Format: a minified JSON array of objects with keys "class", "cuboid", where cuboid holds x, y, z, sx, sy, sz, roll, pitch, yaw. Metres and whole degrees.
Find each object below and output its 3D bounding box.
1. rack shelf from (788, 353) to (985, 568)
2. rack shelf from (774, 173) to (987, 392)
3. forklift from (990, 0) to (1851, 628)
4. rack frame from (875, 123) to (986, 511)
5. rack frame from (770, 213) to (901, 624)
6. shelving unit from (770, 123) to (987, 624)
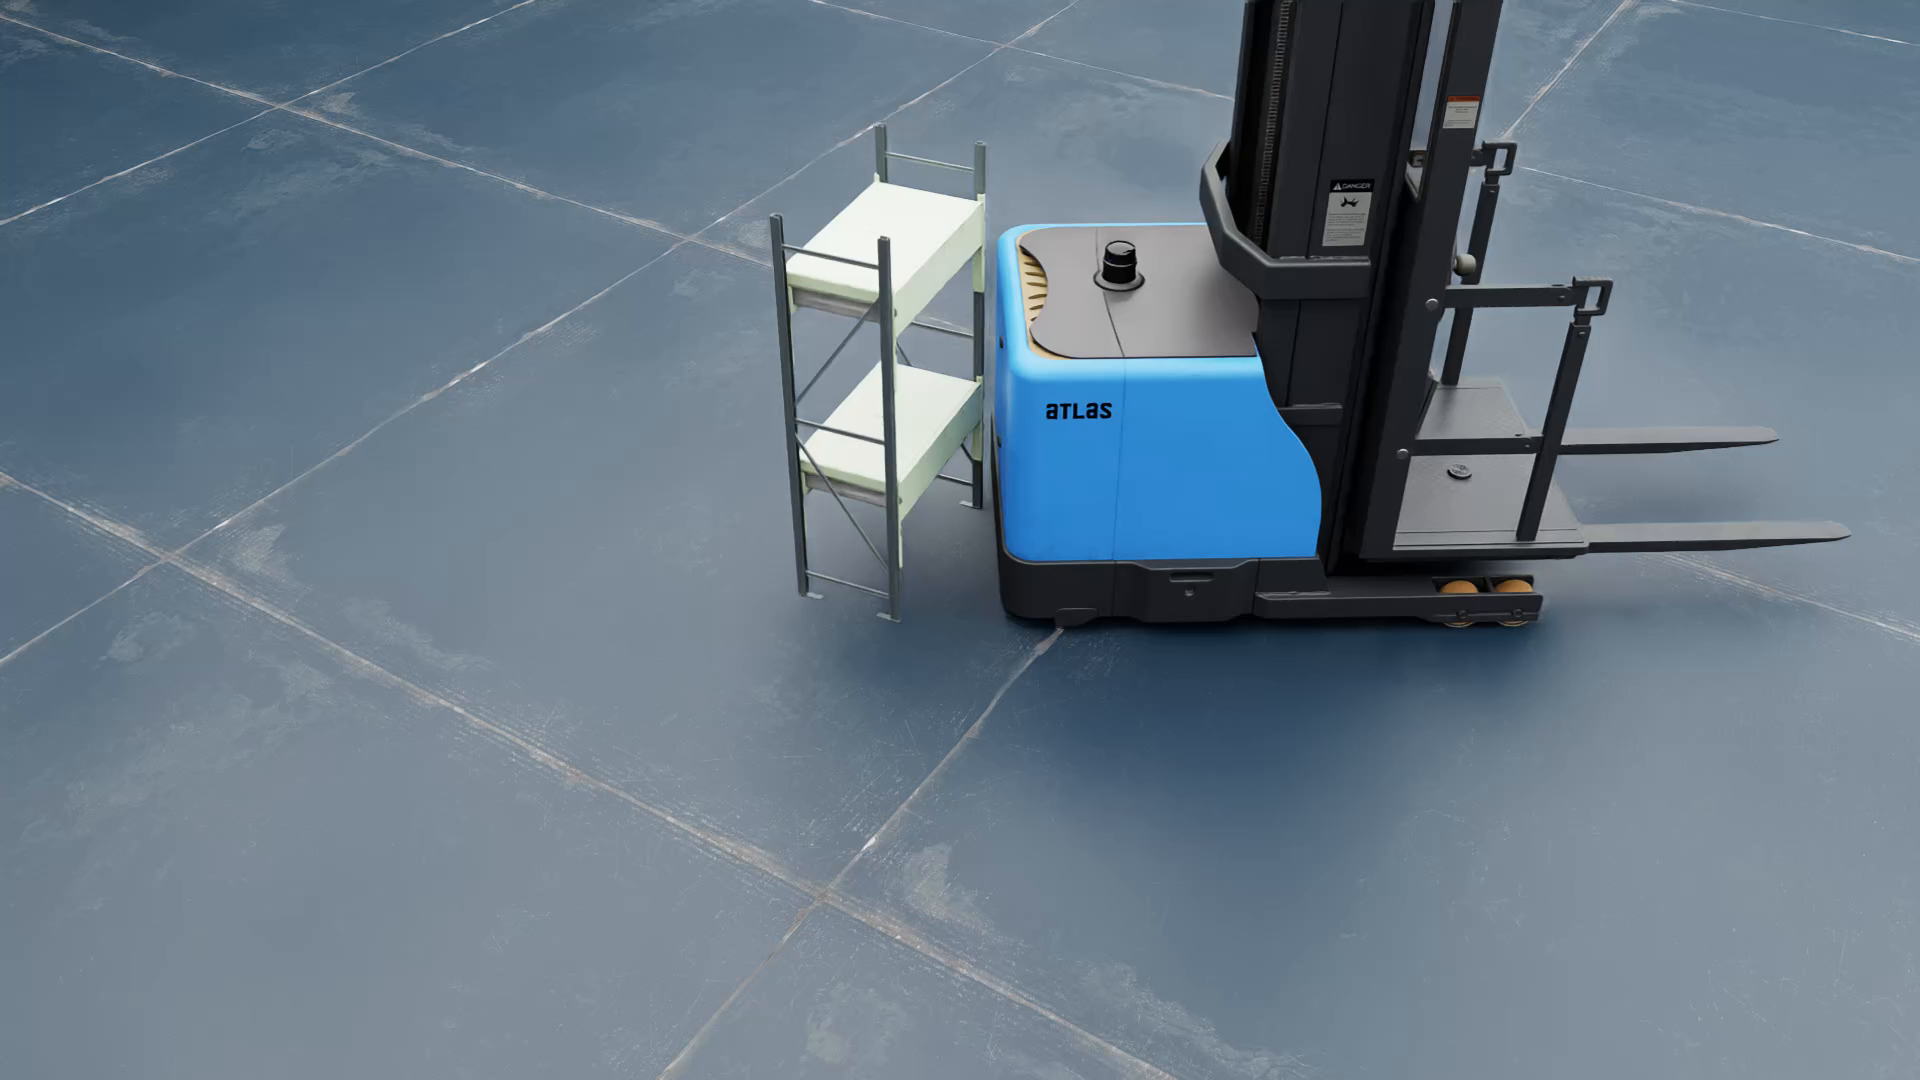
[{"class":"rack shelf","cuboid":[-0.247,-0.299,5.943,0.431,0.370,0.720,15,40,19]},{"class":"rack shelf","cuboid":[-0.247,-0.866,5.506,0.431,0.370,0.720,15,40,19]},{"class":"forklift","cuboid":[1.647,-1.177,5.377,3.031,2.935,1.130,-1,38,-1]},{"class":"rack frame","cuboid":[-0.100,-0.762,6.010,0.400,1.500,0.023,15,40,19]},{"class":"rack frame","cuboid":[-0.395,-0.353,5.479,0.400,1.500,0.023,15,40,19]},{"class":"shelving unit","cuboid":[-0.247,-0.557,5.744,0.431,1.500,0.755,15,40,19]}]
